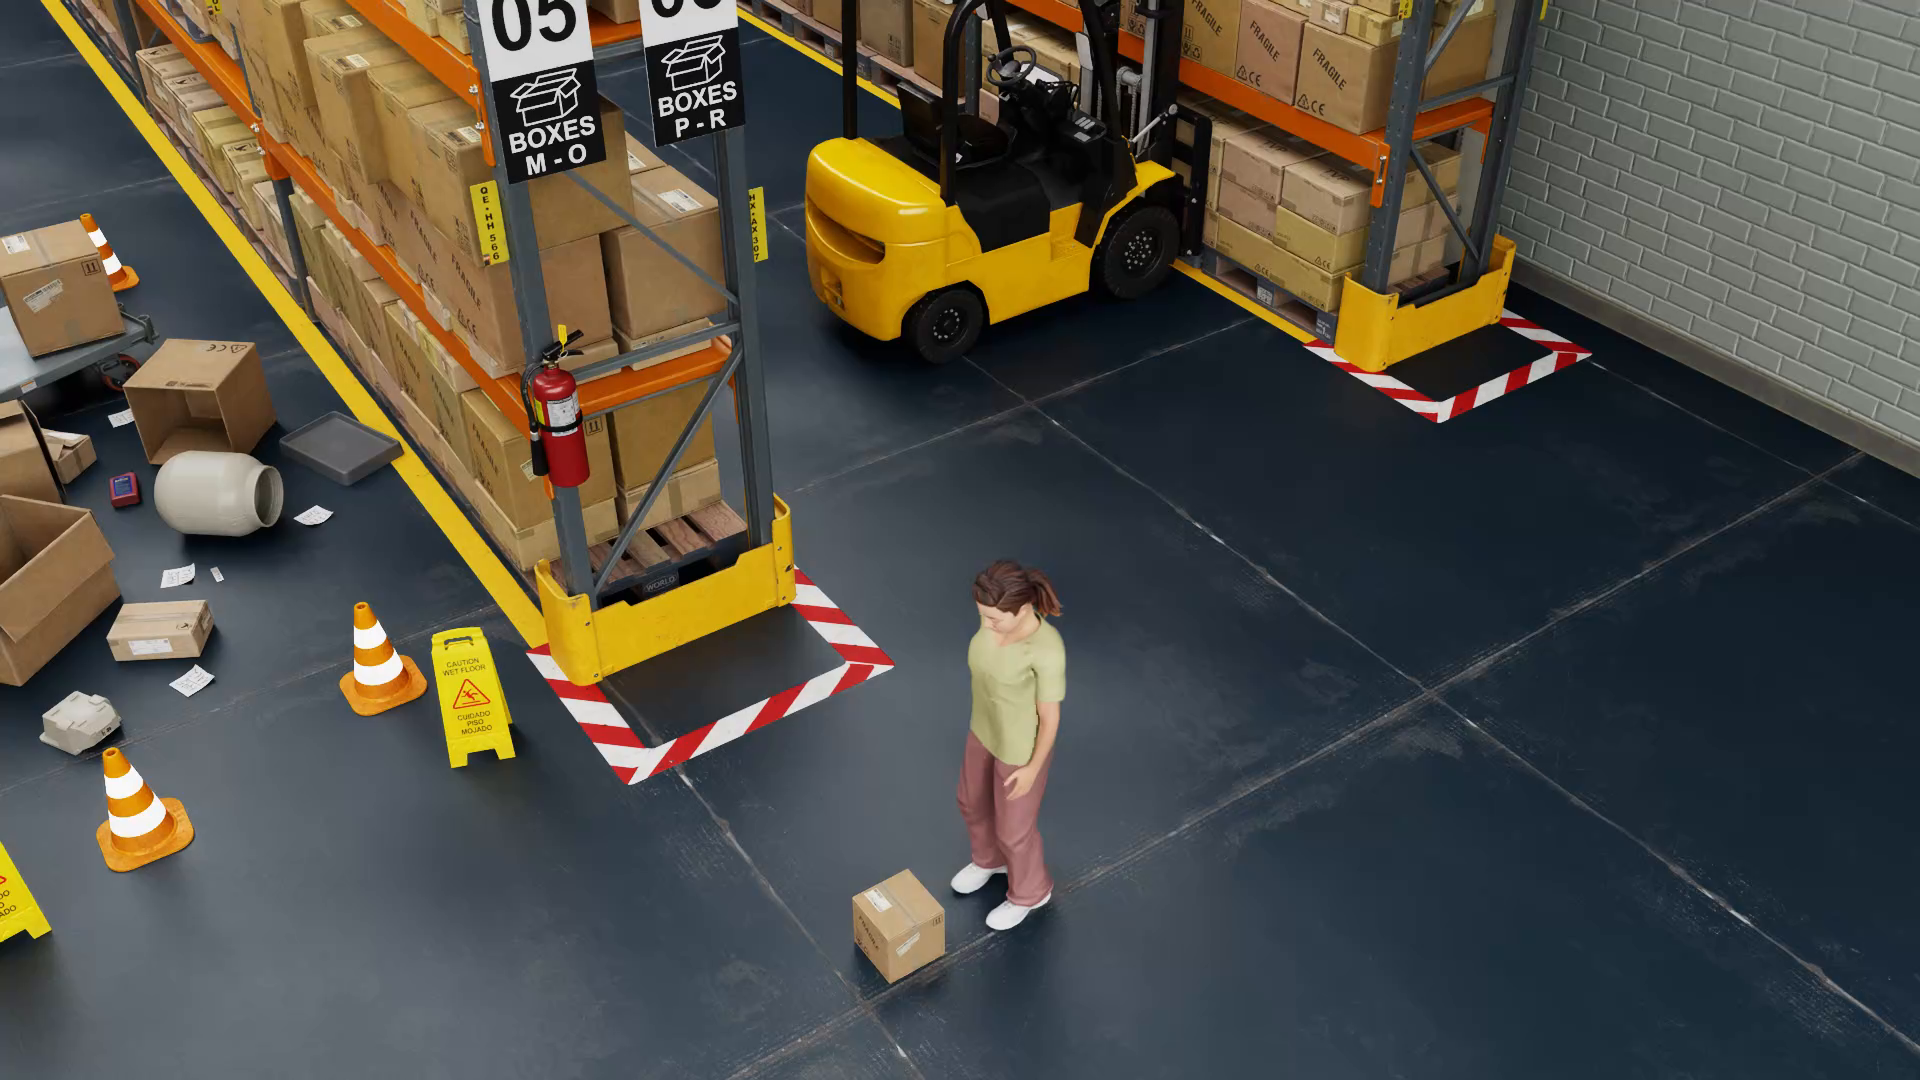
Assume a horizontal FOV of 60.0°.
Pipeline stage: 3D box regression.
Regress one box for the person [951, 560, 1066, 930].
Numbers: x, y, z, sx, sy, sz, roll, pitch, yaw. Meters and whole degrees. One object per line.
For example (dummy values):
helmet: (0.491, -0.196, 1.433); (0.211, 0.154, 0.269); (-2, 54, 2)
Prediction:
person: (0.192, 0.731, 6.032); (0.347, 1.662, 0.455); (-22, 42, -27)
